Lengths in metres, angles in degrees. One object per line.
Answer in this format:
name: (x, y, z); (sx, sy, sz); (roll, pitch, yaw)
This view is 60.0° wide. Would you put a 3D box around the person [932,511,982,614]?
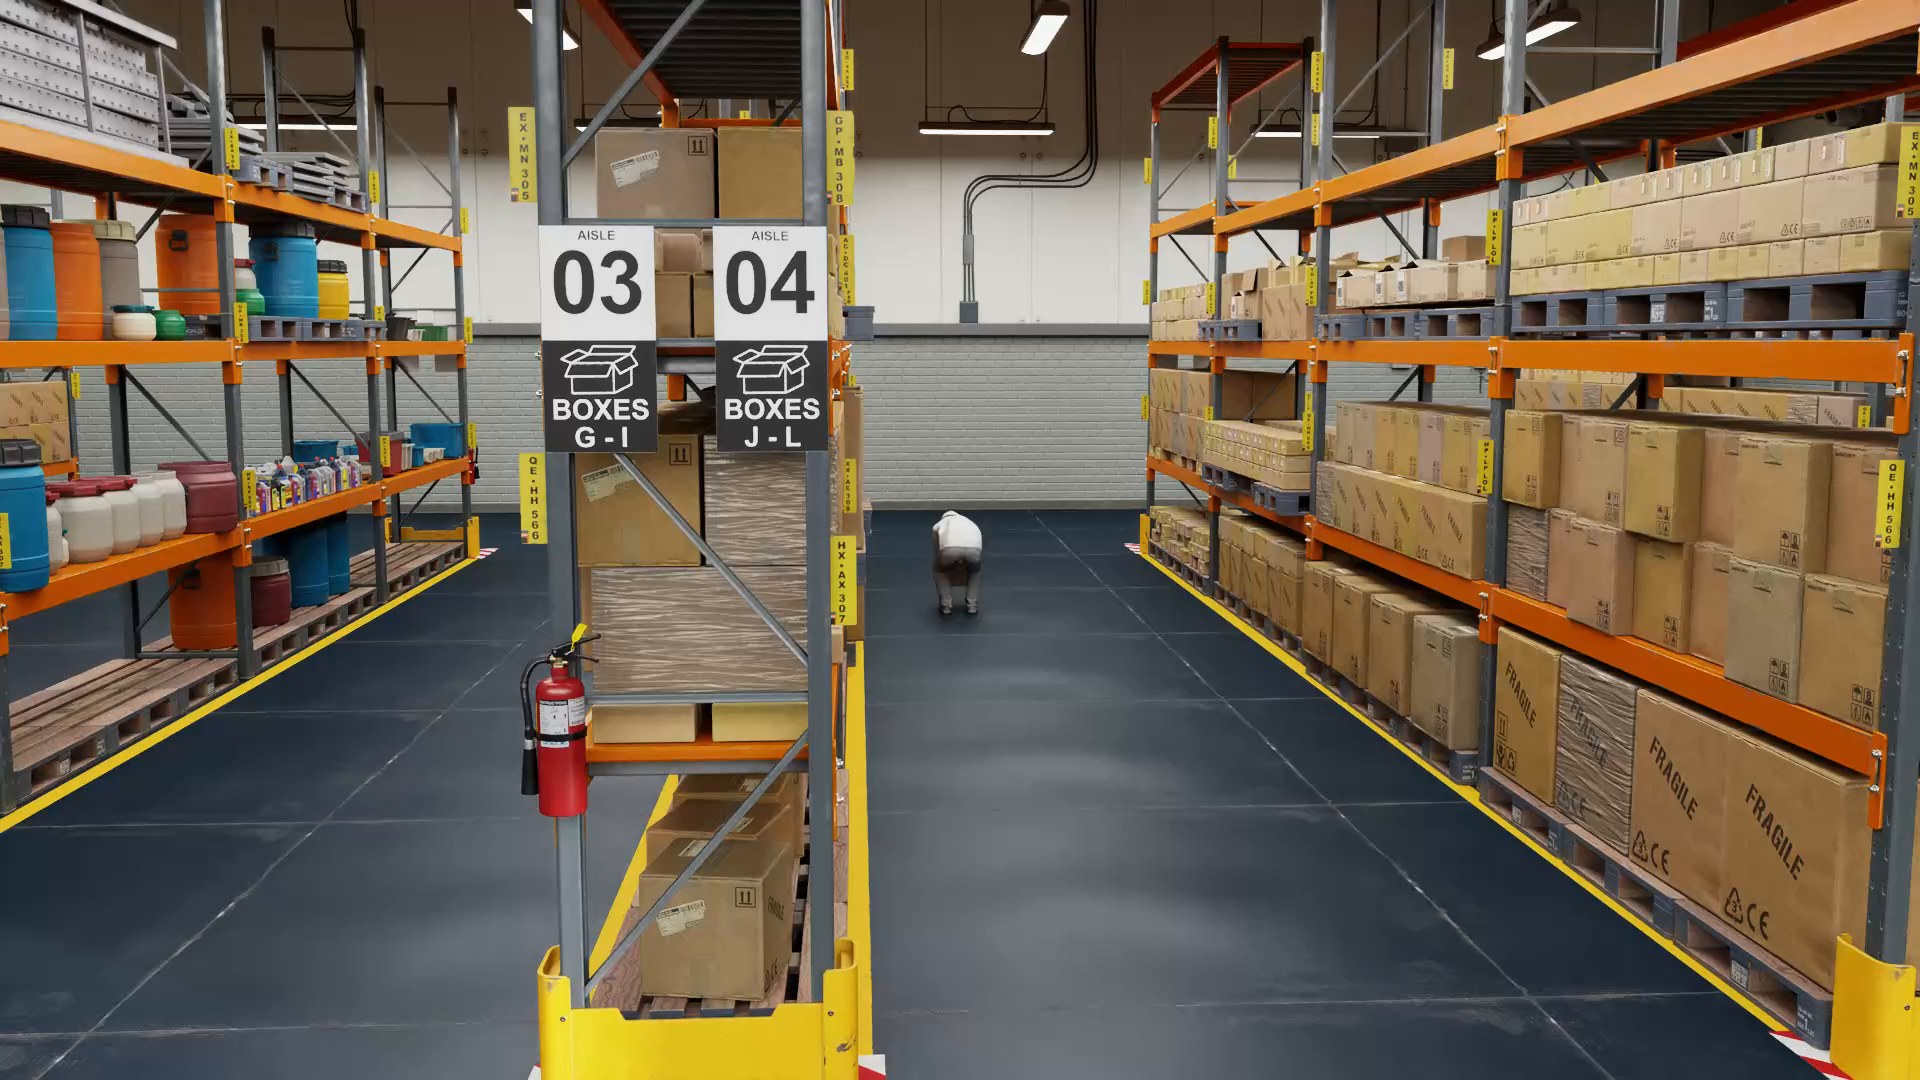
person: (-0.039, 0.234, 17.466); (0.519, 0.994, 0.993); (-1, 7, -6)
